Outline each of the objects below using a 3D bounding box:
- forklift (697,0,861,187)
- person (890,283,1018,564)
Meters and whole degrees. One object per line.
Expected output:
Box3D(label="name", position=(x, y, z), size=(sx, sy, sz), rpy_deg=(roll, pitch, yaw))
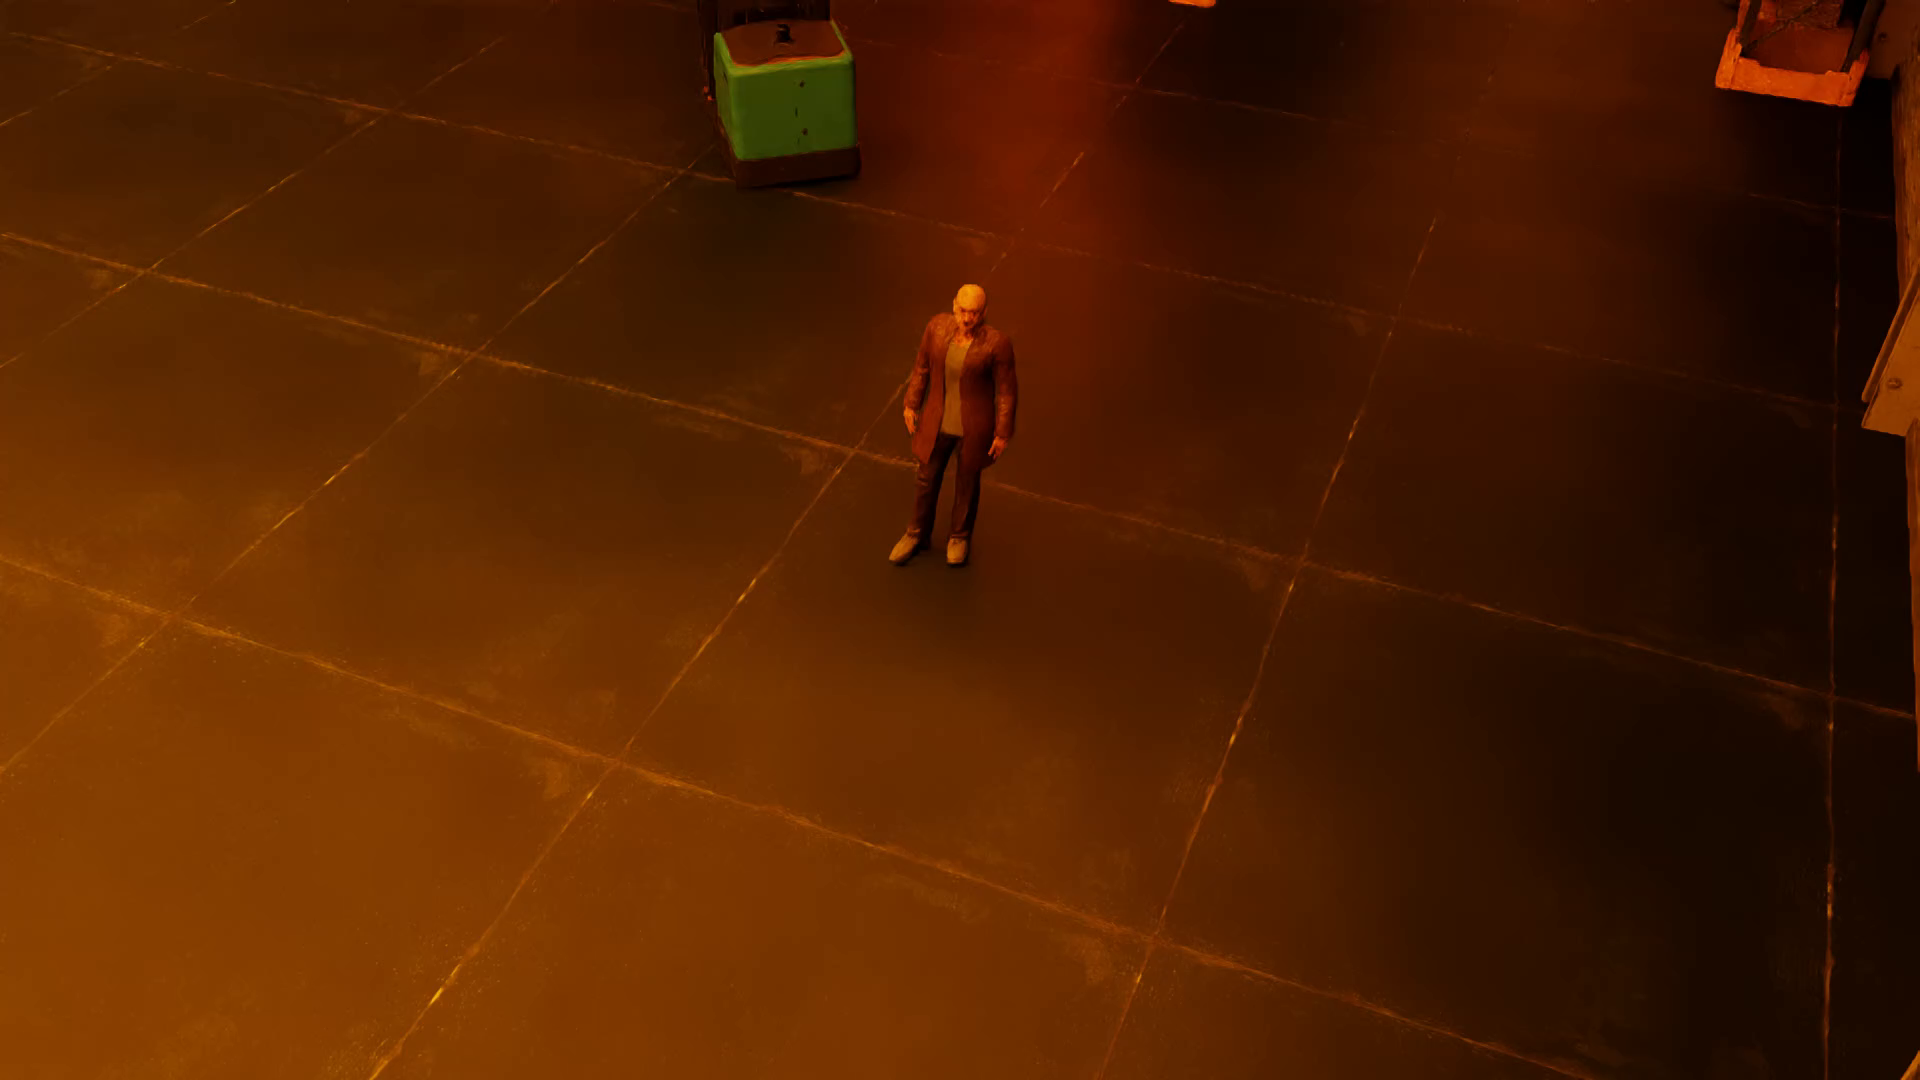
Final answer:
Box3D(label="forklift", position=(-1.708, -4.975, 13.949), size=(1.130, 2.935, 3.031), rpy_deg=(-10, 41, -12))
Box3D(label="person", position=(-0.039, -0.634, 9.651), size=(0.694, 1.776, 0.580), rpy_deg=(15, 42, 17))
